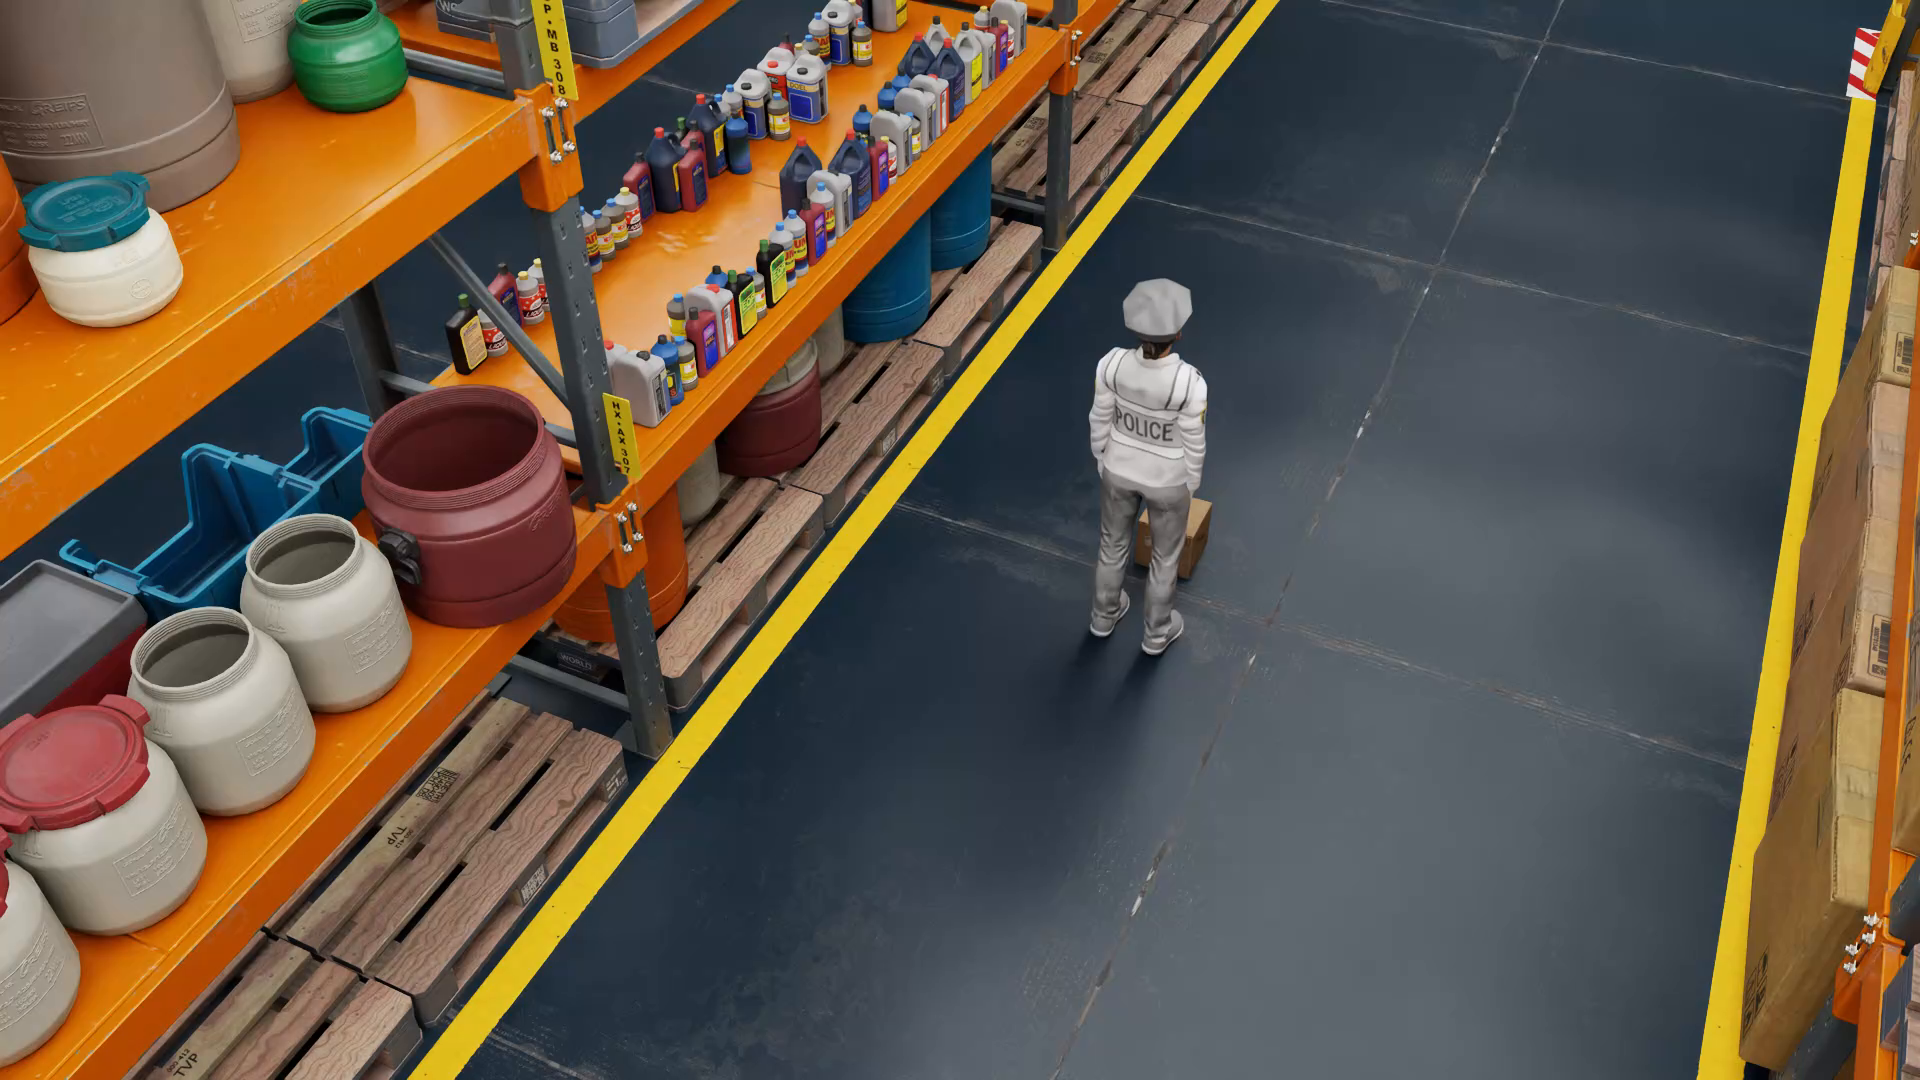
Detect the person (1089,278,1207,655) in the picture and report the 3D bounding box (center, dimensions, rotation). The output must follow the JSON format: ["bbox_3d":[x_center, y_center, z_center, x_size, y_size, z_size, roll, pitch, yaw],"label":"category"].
[{"bbox_3d":[0.720,-0.266,6.446,0.466,1.692,0.344,19,45,19],"label":"person"}]
